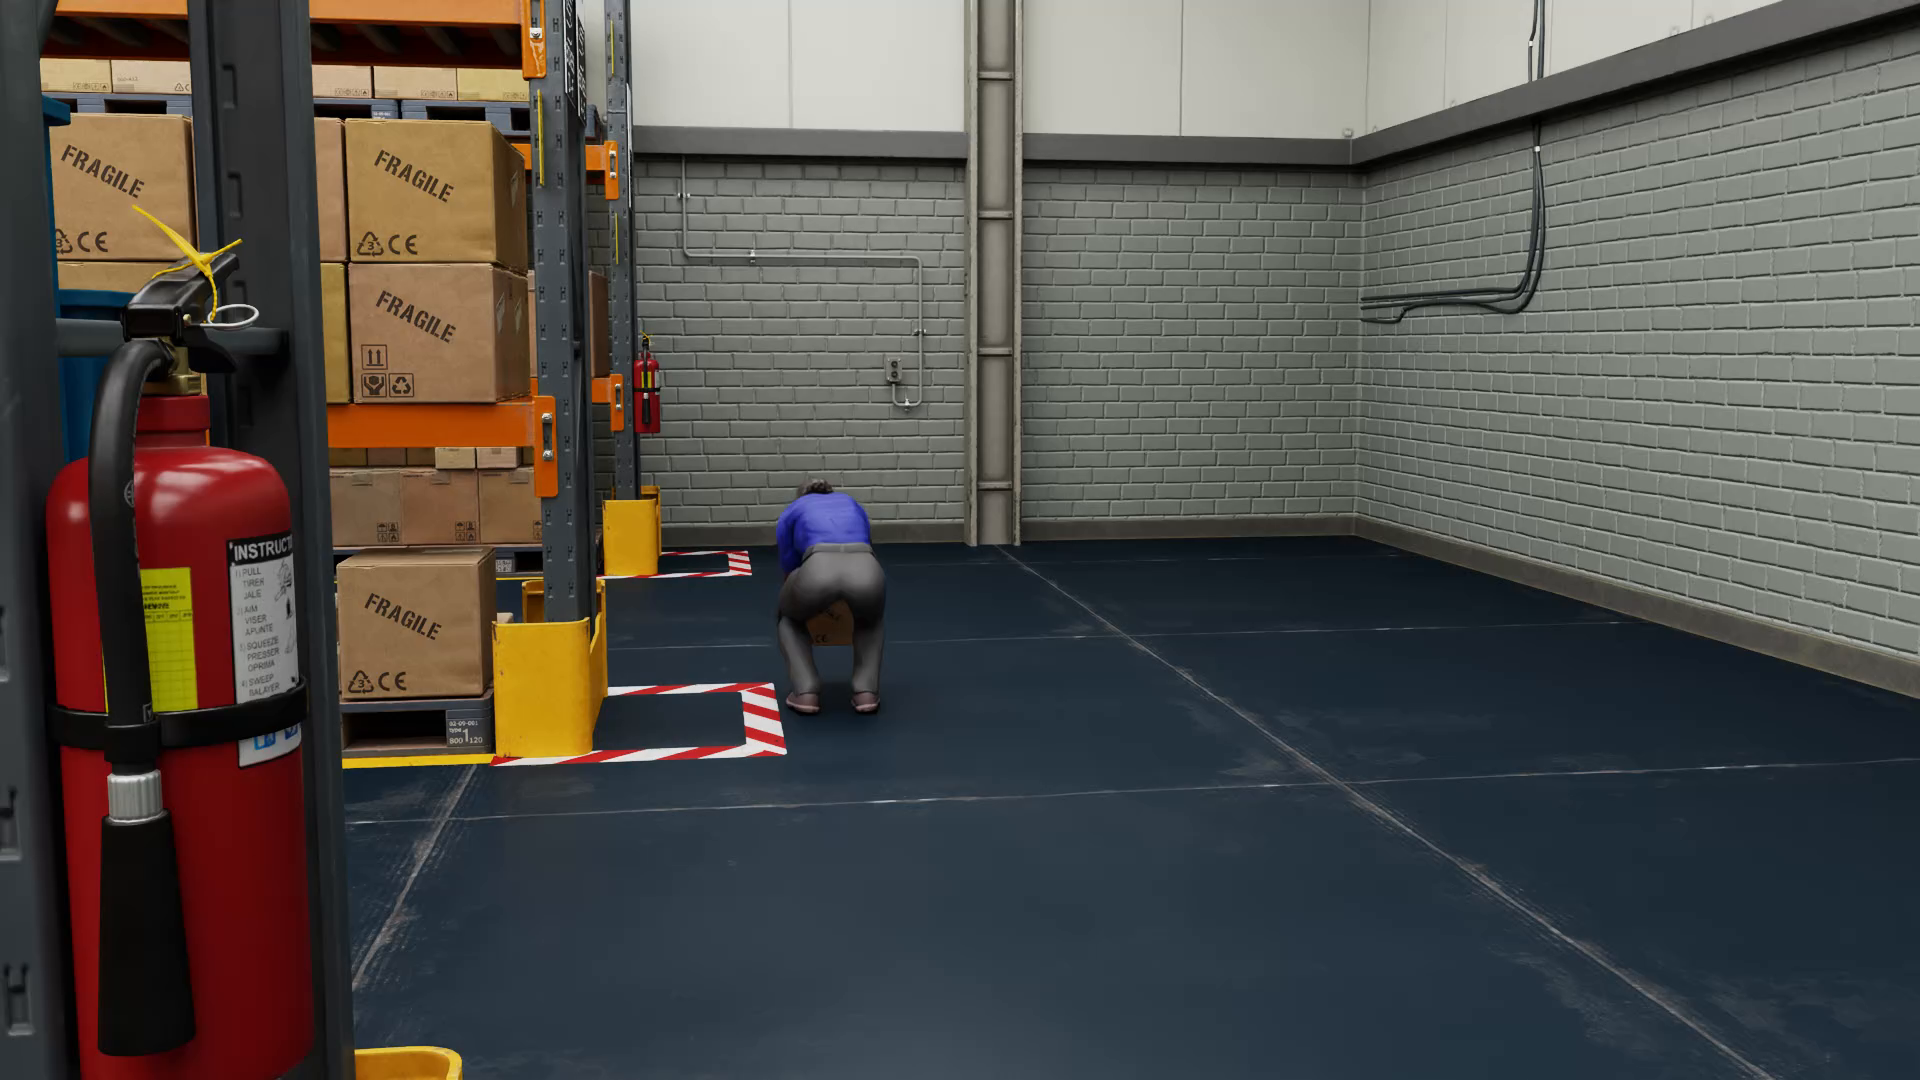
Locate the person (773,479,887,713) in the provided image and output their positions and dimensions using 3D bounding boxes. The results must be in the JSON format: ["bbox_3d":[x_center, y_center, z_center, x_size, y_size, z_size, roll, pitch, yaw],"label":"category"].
[{"bbox_3d":[-0.554,0.227,7.058,0.469,0.940,0.856,-1,7,-11],"label":"person"}]
